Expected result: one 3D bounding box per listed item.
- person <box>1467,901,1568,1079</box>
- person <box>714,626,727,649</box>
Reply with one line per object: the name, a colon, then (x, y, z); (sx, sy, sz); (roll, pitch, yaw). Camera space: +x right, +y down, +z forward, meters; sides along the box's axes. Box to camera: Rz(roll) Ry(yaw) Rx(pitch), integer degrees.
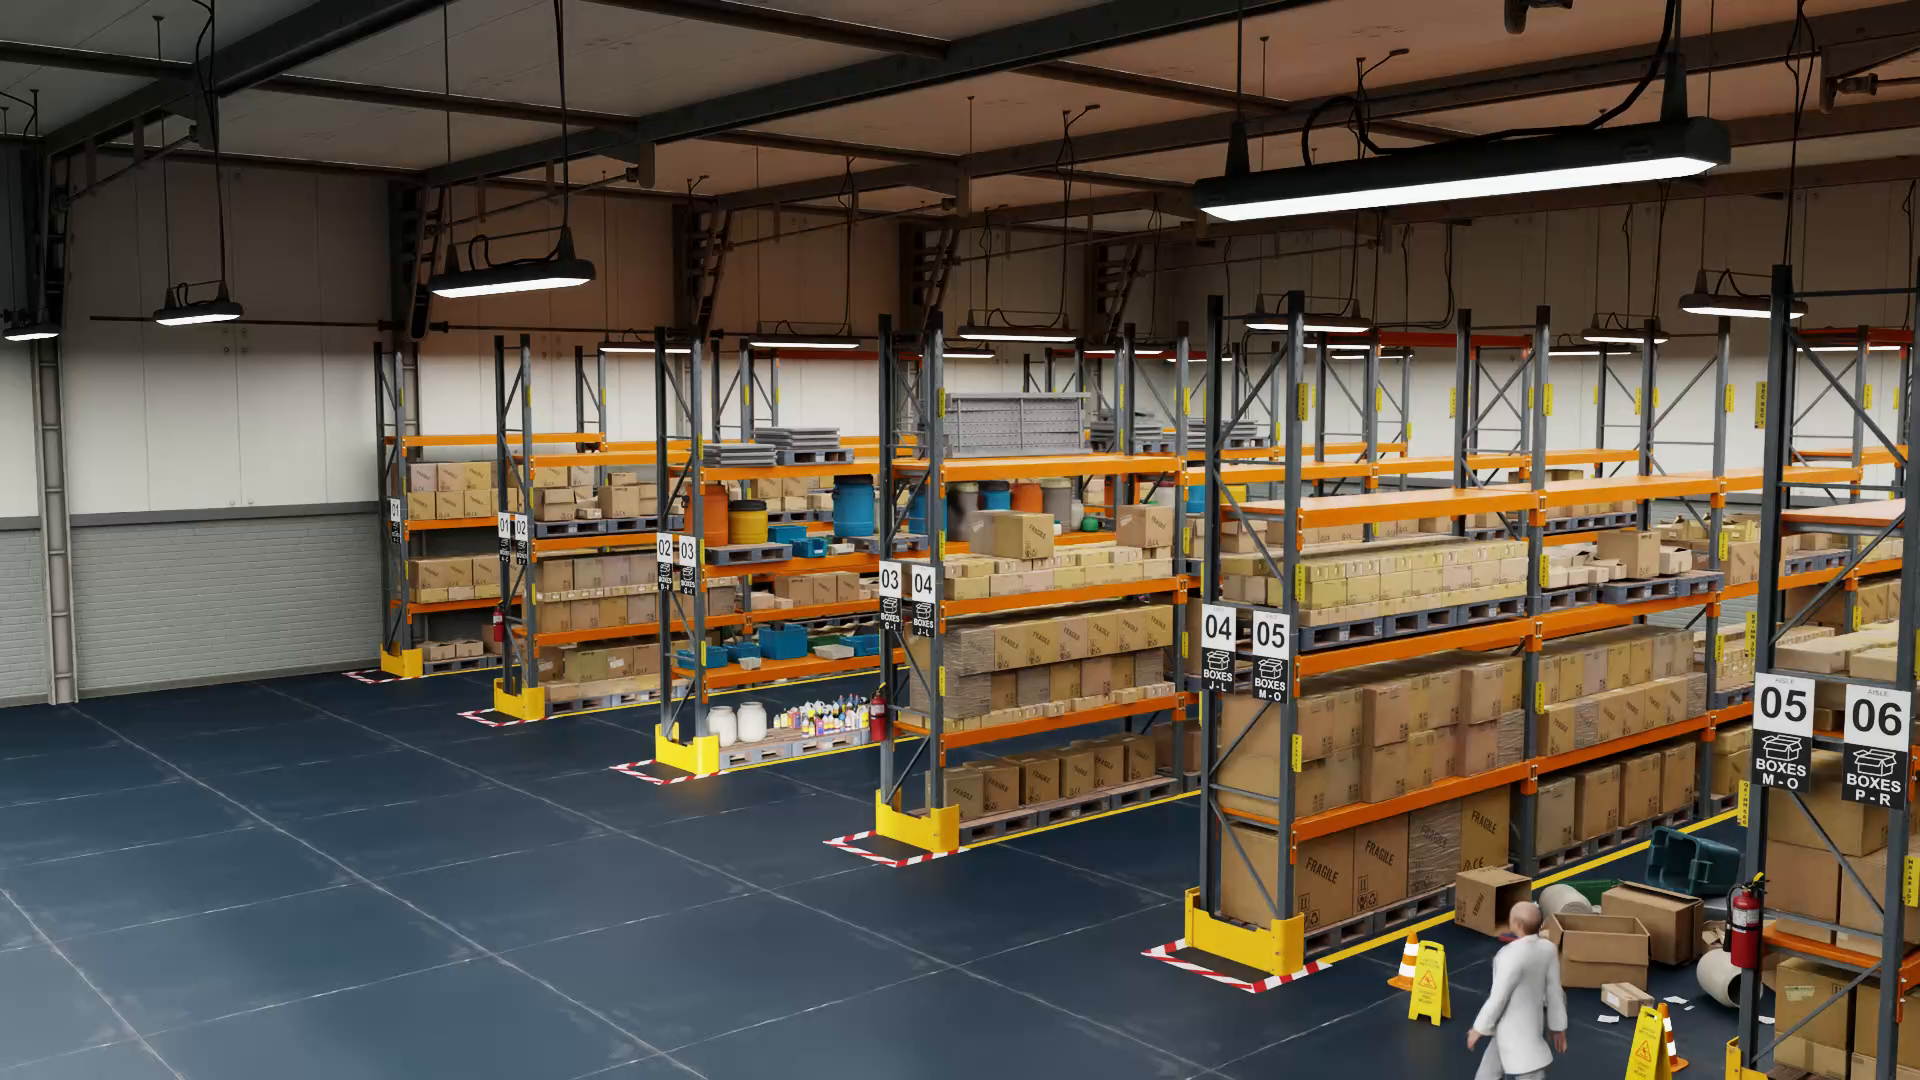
person: (3.735, 3.282, 11.168); (1.121, 1.738, 0.550); (3, 6, 33)
person: (-4.676, 1.411, 31.732); (0.493, 1.818, 0.752); (3, 6, 26)
